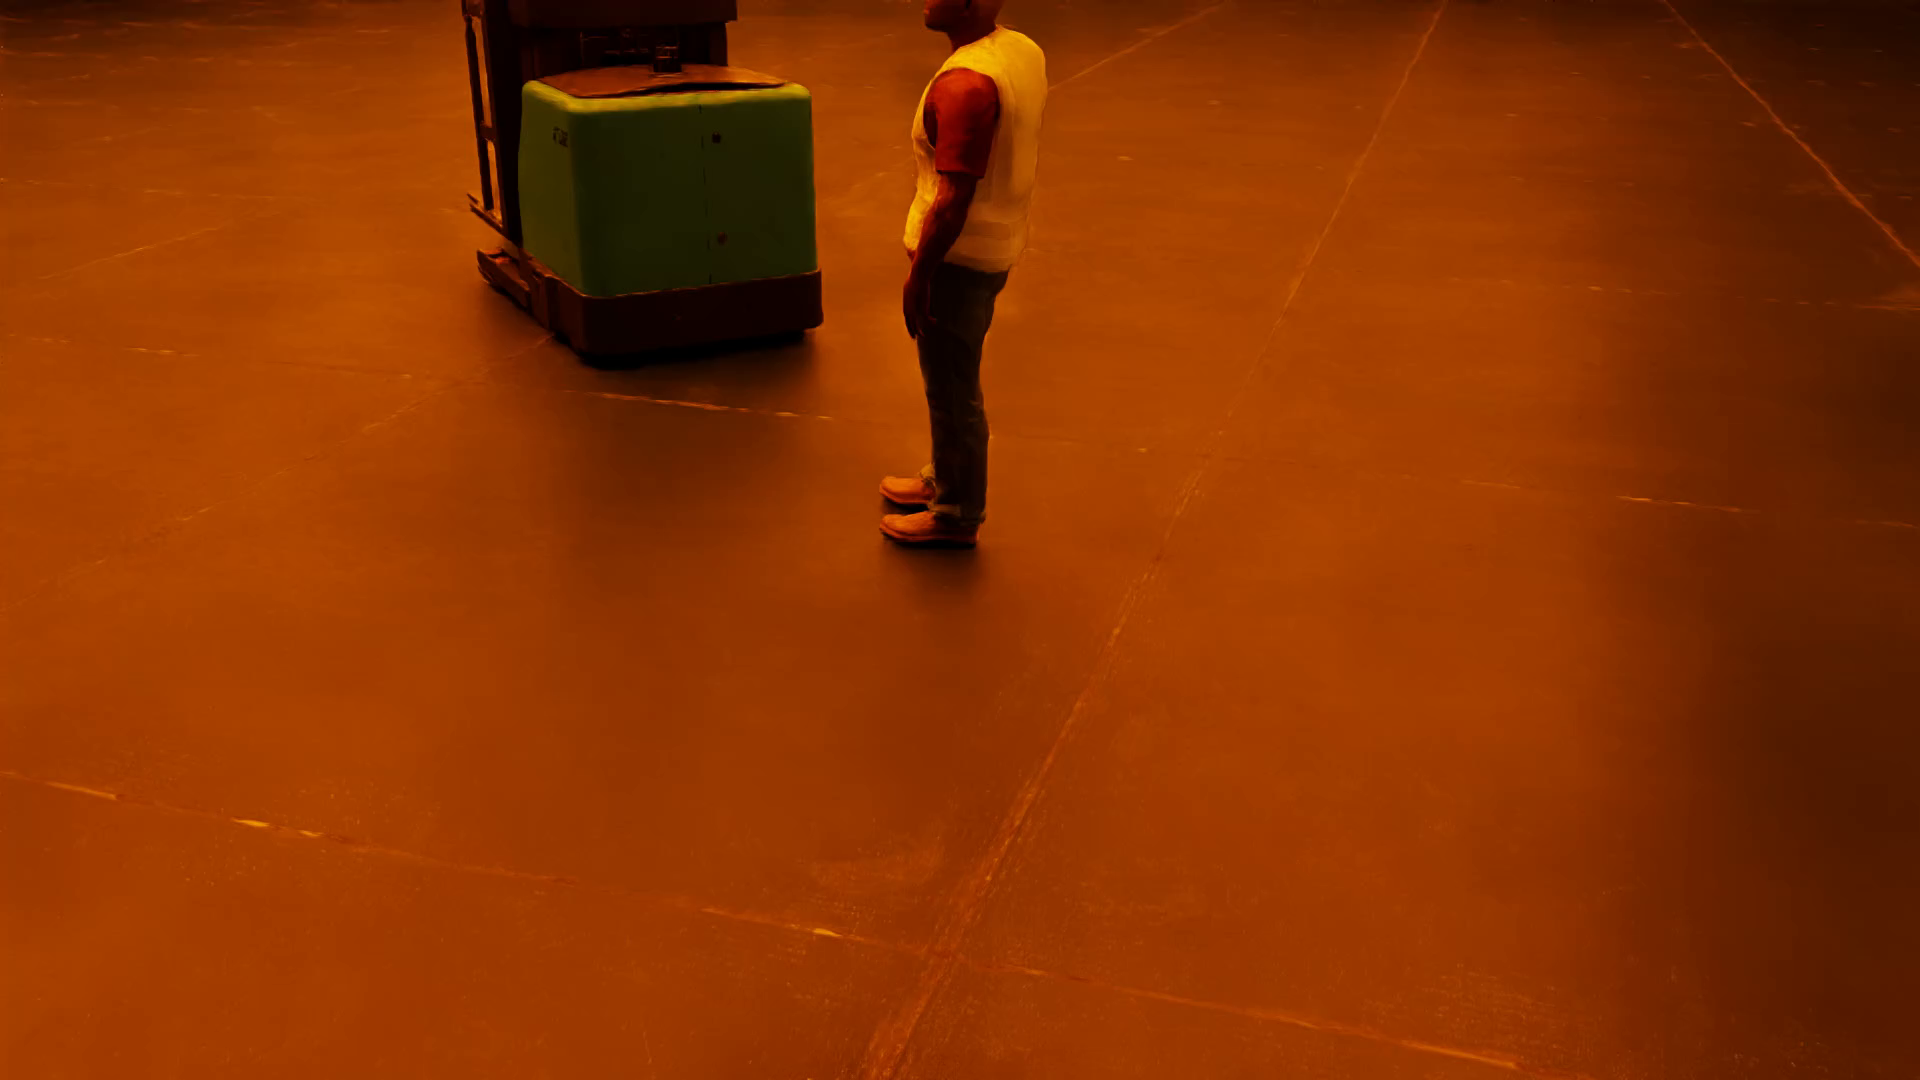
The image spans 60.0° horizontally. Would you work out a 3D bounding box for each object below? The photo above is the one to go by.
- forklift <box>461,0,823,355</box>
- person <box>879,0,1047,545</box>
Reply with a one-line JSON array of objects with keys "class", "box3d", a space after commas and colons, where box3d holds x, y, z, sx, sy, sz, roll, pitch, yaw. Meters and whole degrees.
[{"class": "forklift", "box3d": [-1.726, -2.630, 7.649, 1.130, 2.935, 3.031, -11, 25, -25]}, {"class": "person", "box3d": [-0.065, -0.833, 4.805, 0.576, 1.766, 0.665, 7, 23, 16]}]
